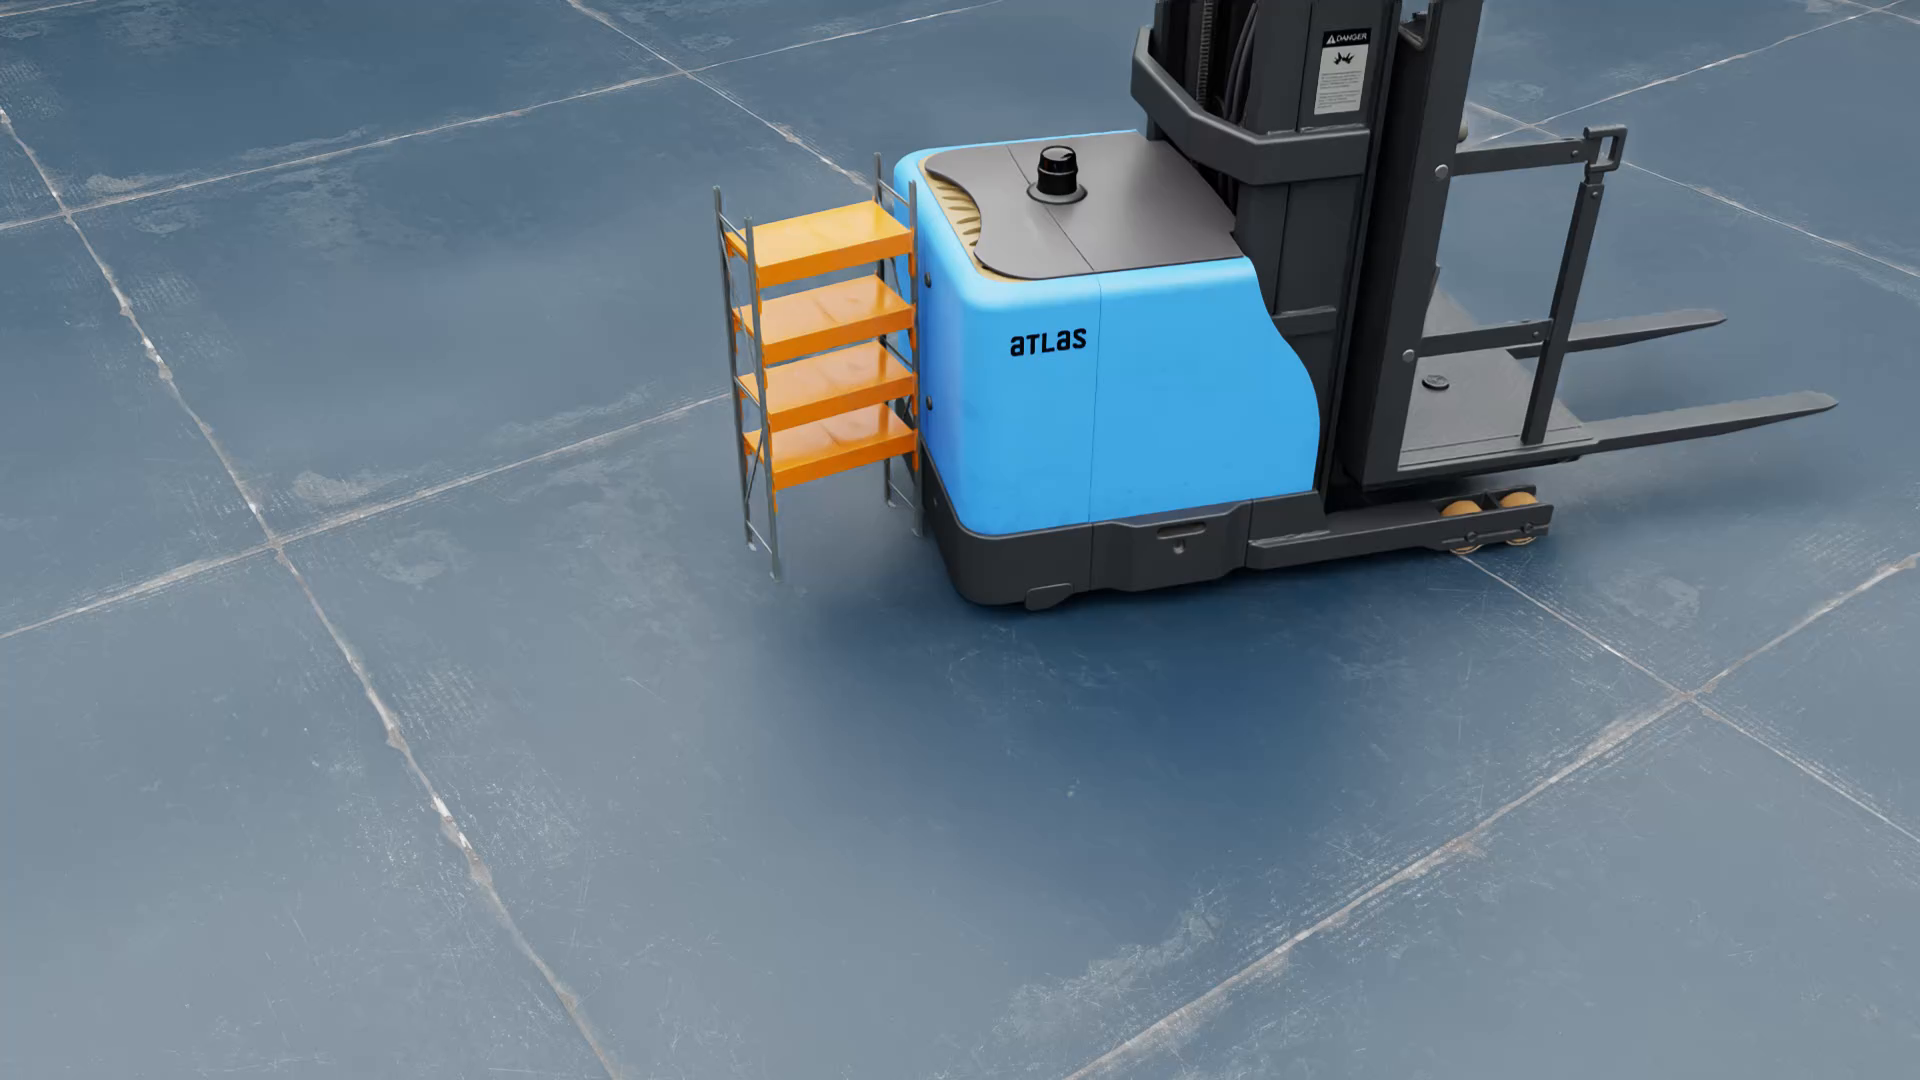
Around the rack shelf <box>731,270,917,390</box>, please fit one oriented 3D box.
[{"bbox_3d":[-0.396,-0.612,4.806,0.480,0.148,0.258,-18,39,-23],"label":"rack shelf"}]

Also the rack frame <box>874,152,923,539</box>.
[{"bbox_3d":[-0.182,-0.554,4.993,0.015,1.200,0.240,-18,39,-23],"label":"rack frame"}]

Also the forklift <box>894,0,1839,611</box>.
[{"bbox_3d":[1.359,-1.437,4.738,3.031,2.935,1.130,-8,37,-11],"label":"forklift"}]

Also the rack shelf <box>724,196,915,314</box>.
[{"bbox_3d":[-0.396,-0.804,4.668,0.480,0.148,0.258,-18,39,-23],"label":"rack shelf"}]

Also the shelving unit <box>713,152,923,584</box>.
[{"bbox_3d":[-0.396,-0.485,4.897,0.503,1.200,0.258,-18,39,-23],"label":"shelving unit"}]

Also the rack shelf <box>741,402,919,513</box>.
[{"bbox_3d":[-0.396,-0.270,5.053,0.480,0.148,0.258,-18,39,-23],"label":"rack shelf"}]

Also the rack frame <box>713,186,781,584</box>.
[{"bbox_3d":[-0.610,-0.417,4.802,0.015,1.200,0.240,-18,39,-23],"label":"rack frame"}]

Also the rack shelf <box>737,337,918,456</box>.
[{"bbox_3d":[-0.396,-0.431,4.937,0.480,0.148,0.258,-18,39,-23],"label":"rack shelf"}]
